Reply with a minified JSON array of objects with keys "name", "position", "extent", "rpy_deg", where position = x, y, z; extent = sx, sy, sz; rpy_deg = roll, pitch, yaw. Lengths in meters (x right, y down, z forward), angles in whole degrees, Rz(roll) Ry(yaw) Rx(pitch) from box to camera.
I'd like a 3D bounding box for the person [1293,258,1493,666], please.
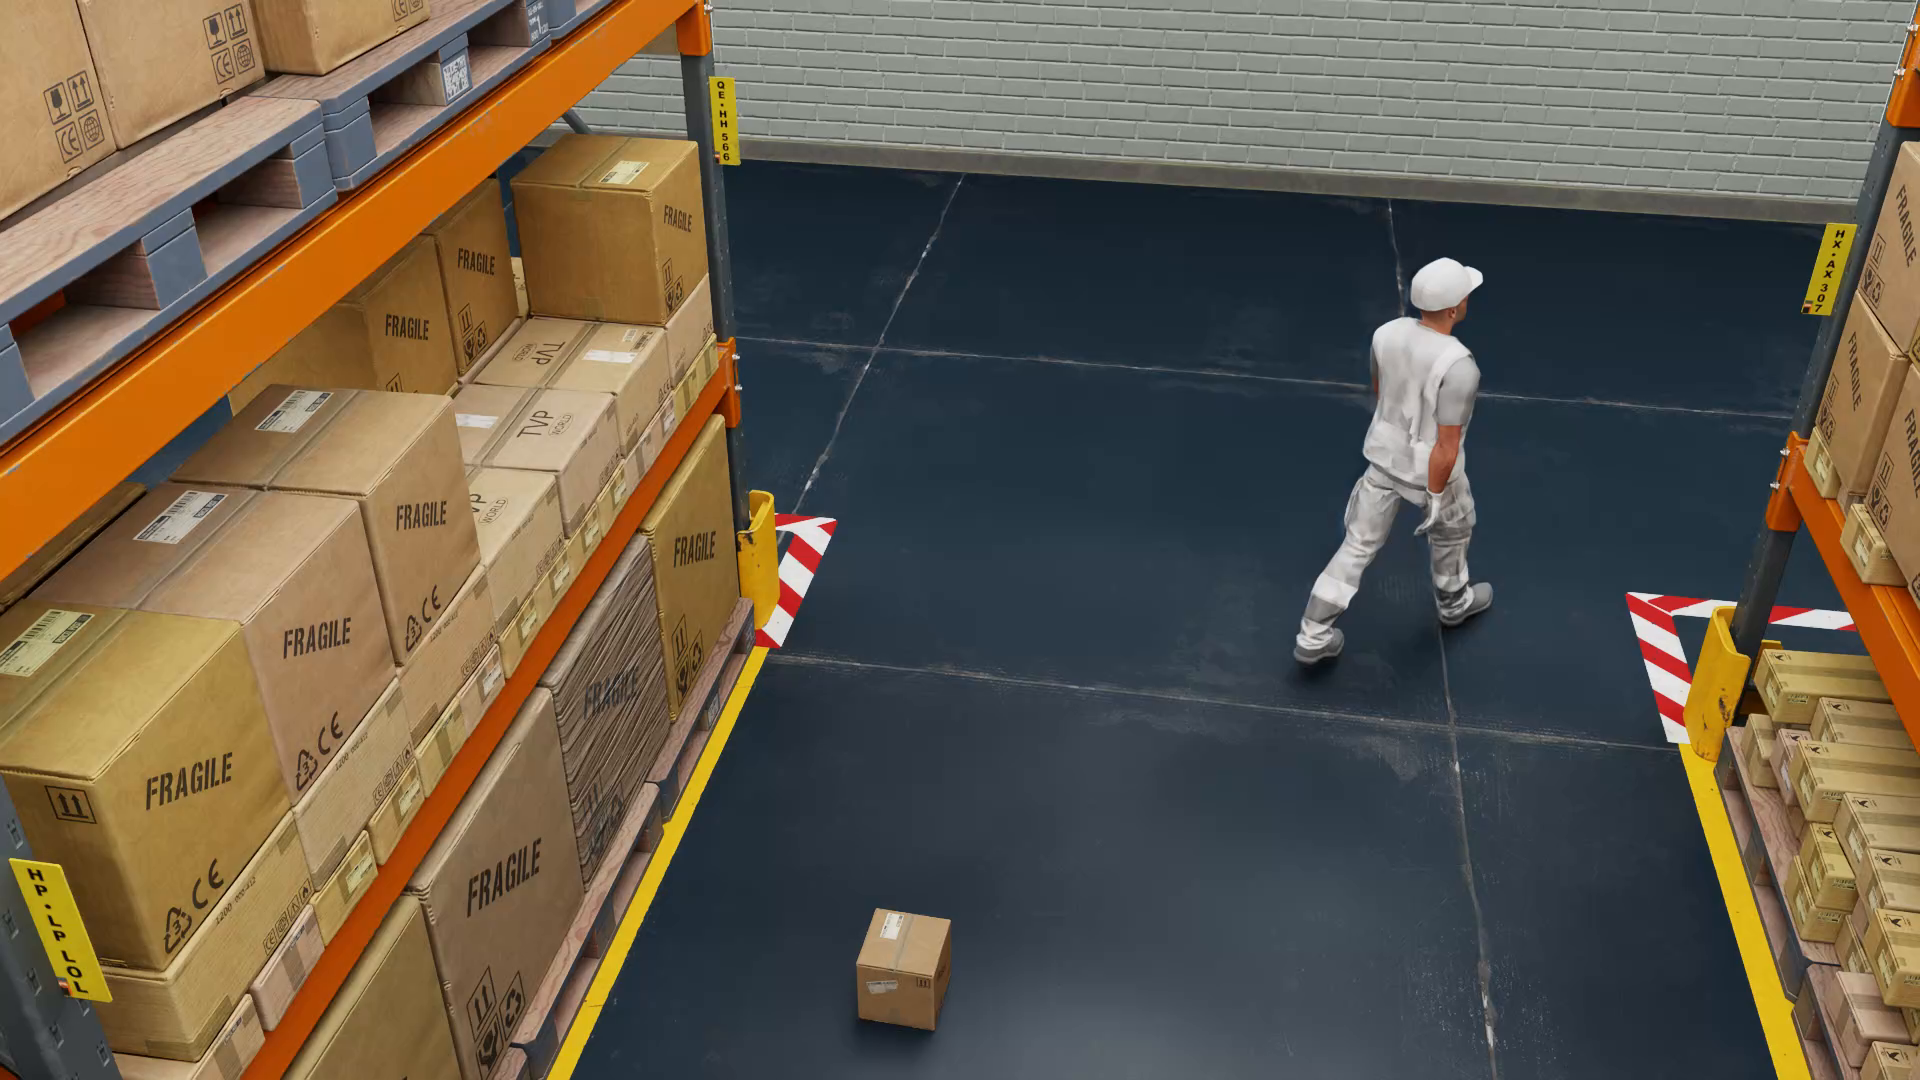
[{"name":"person","position":[1.834,-0.324,6.636],"extent":[1.084,1.742,0.530],"rpy_deg":[-23,39,-32]}]
